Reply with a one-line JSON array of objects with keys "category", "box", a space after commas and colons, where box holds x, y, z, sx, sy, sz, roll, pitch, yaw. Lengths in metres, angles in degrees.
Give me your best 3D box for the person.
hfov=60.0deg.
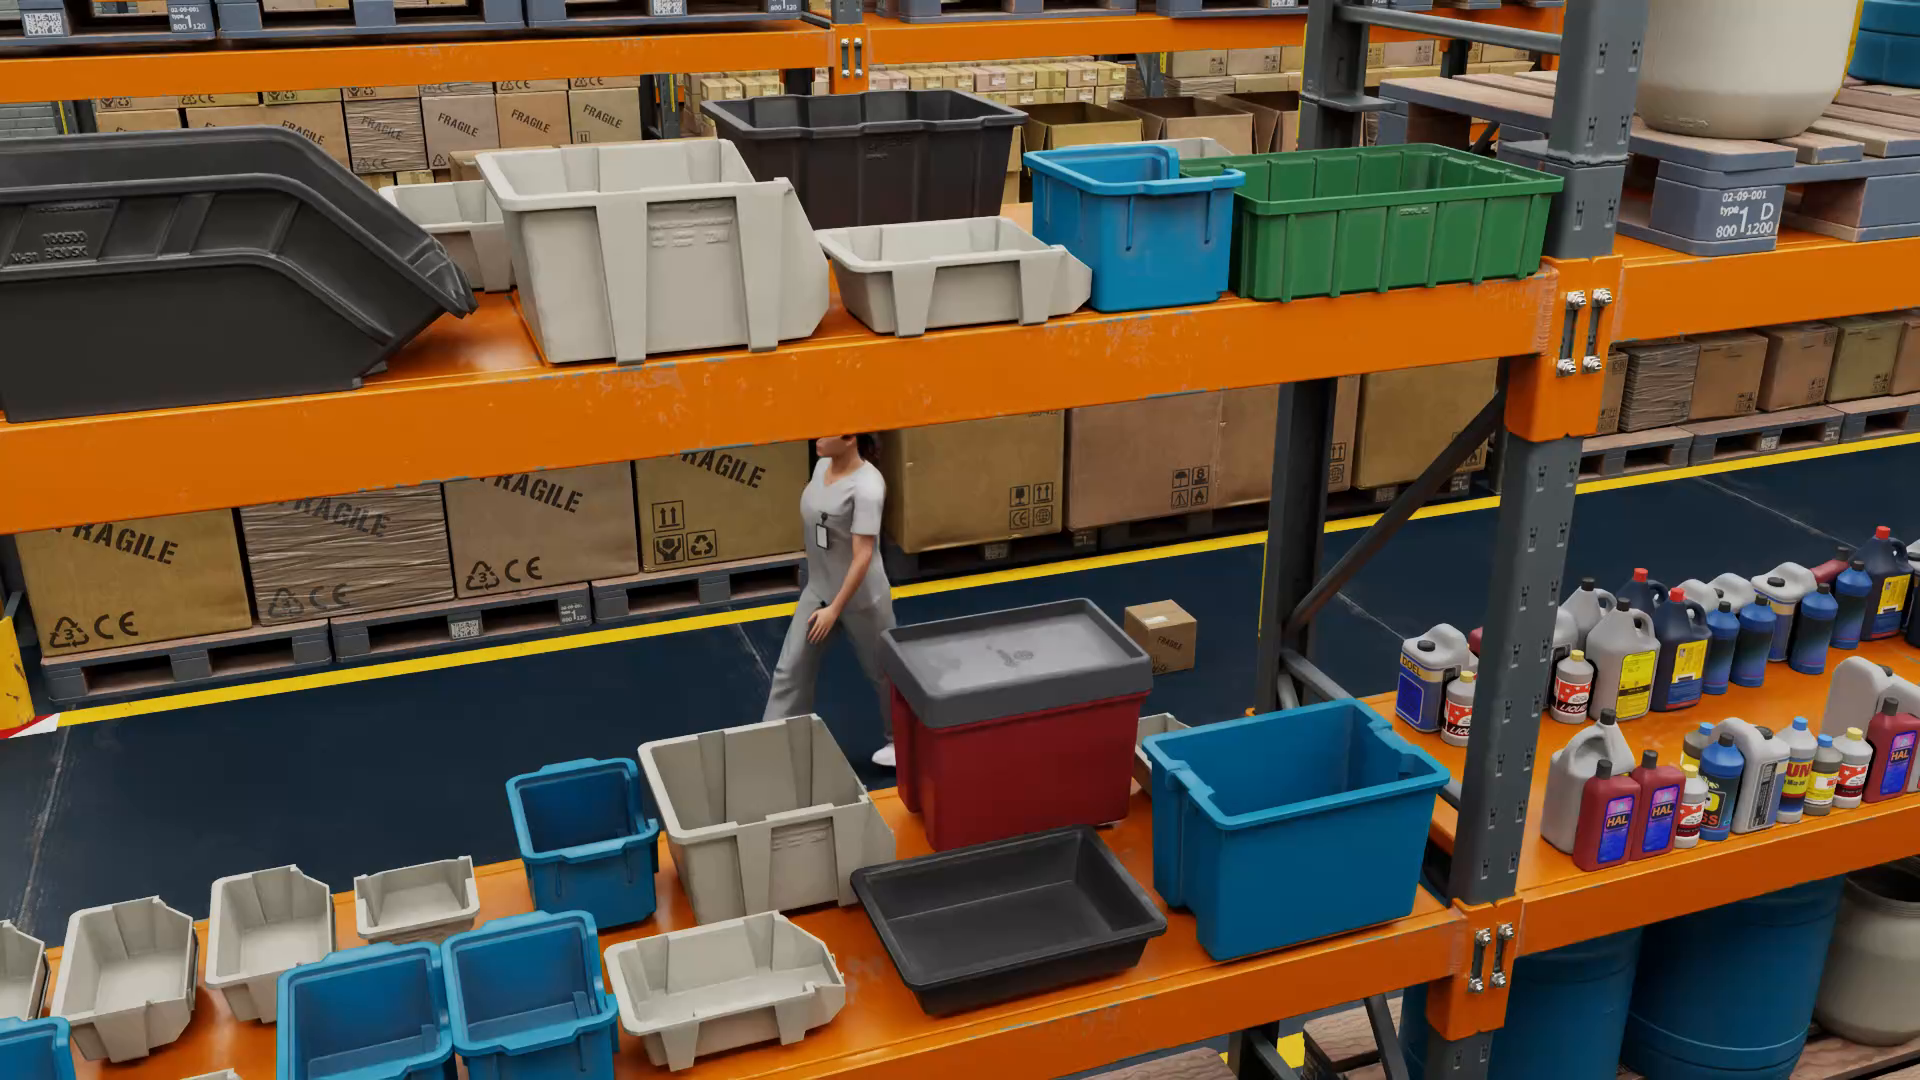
[{"category": "person", "box": [-0.510, 0.231, 6.512, 0.932, 1.638, 0.456, -18, 28, -36]}]
